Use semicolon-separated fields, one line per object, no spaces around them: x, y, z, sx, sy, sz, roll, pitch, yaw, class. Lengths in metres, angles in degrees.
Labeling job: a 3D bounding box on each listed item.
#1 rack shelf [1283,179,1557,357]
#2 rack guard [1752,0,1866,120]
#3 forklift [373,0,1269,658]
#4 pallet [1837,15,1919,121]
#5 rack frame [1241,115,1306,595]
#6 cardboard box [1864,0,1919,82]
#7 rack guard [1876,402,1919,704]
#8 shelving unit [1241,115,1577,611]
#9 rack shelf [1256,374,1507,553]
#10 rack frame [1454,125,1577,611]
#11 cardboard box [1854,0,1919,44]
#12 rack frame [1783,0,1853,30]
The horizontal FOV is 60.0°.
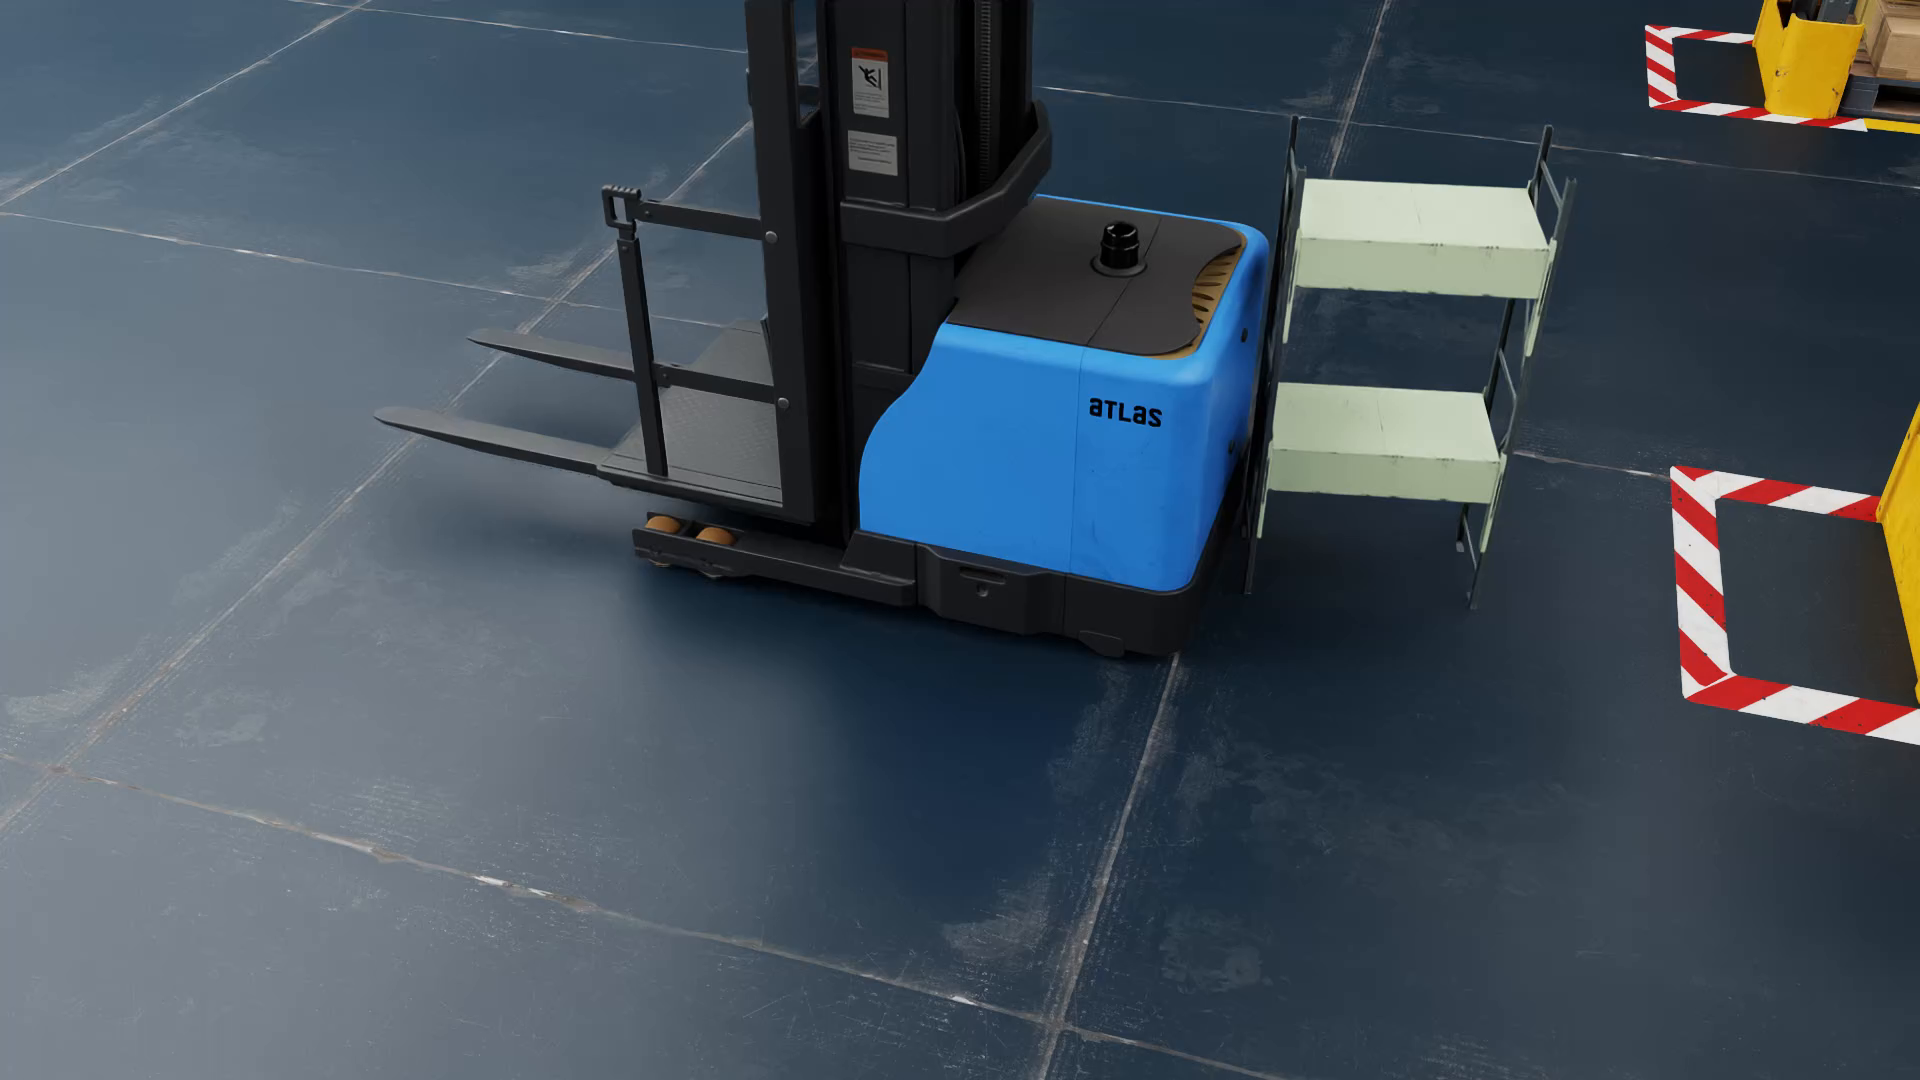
1.336;-0.830;4.954;0.720;0.370;0.431;4;37;5;rack shelf
4.619;-2.765;9.086;0.348;0.500;1.175;10;38;14;rack guard
-0.575;-1.337;5.094;3.031;2.935;1.130;12;38;15;forklift
5.384;-2.533;9.014;1.213;0.211;1.003;10;38;14;pallet
0.972;-0.539;5.218;0.023;1.500;0.400;4;37;5;rack frame
5.087;-2.609;8.730;0.500;0.250;0.500;10;38;14;cardboard box
3.248;0.028;5.291;0.348;0.500;1.175;10;38;14;rack guard
1.336;-0.516;5.185;0.755;1.500;0.431;4;37;5;shelving unit
1.336;-0.253;5.378;0.720;0.370;0.431;4;37;5;rack shelf
1.699;-0.492;5.153;0.023;1.500;0.400;4;37;5;rack frame
5.242;-2.902;9.128;0.500;0.250;0.500;10;38;14;cardboard box
4.642;-3.768;8.339;0.127;3.000;1.000;10;38;14;rack frame
